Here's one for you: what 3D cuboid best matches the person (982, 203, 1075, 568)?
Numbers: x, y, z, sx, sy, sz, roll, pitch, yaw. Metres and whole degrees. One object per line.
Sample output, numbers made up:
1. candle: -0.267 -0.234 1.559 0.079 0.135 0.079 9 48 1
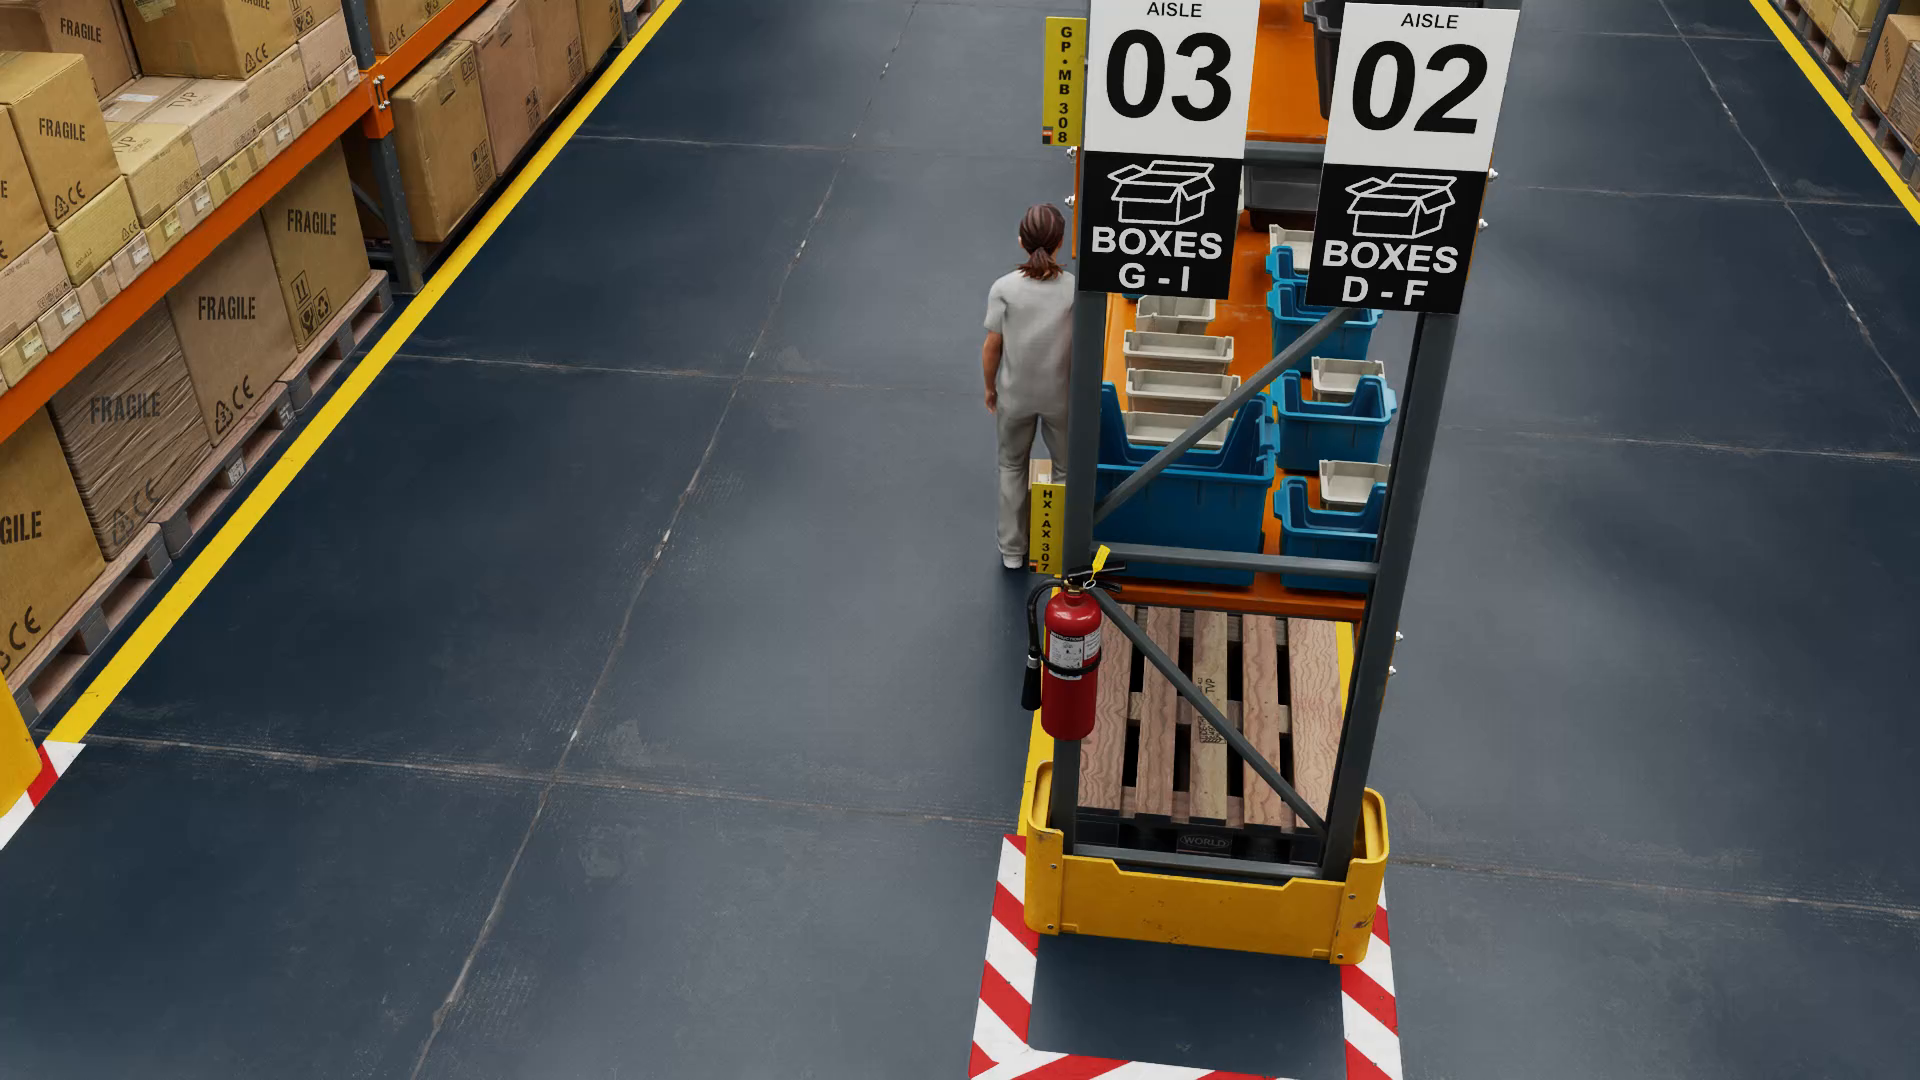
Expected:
1. person: 0.337 -0.607 6.977 0.487 1.672 0.360 3 36 5
